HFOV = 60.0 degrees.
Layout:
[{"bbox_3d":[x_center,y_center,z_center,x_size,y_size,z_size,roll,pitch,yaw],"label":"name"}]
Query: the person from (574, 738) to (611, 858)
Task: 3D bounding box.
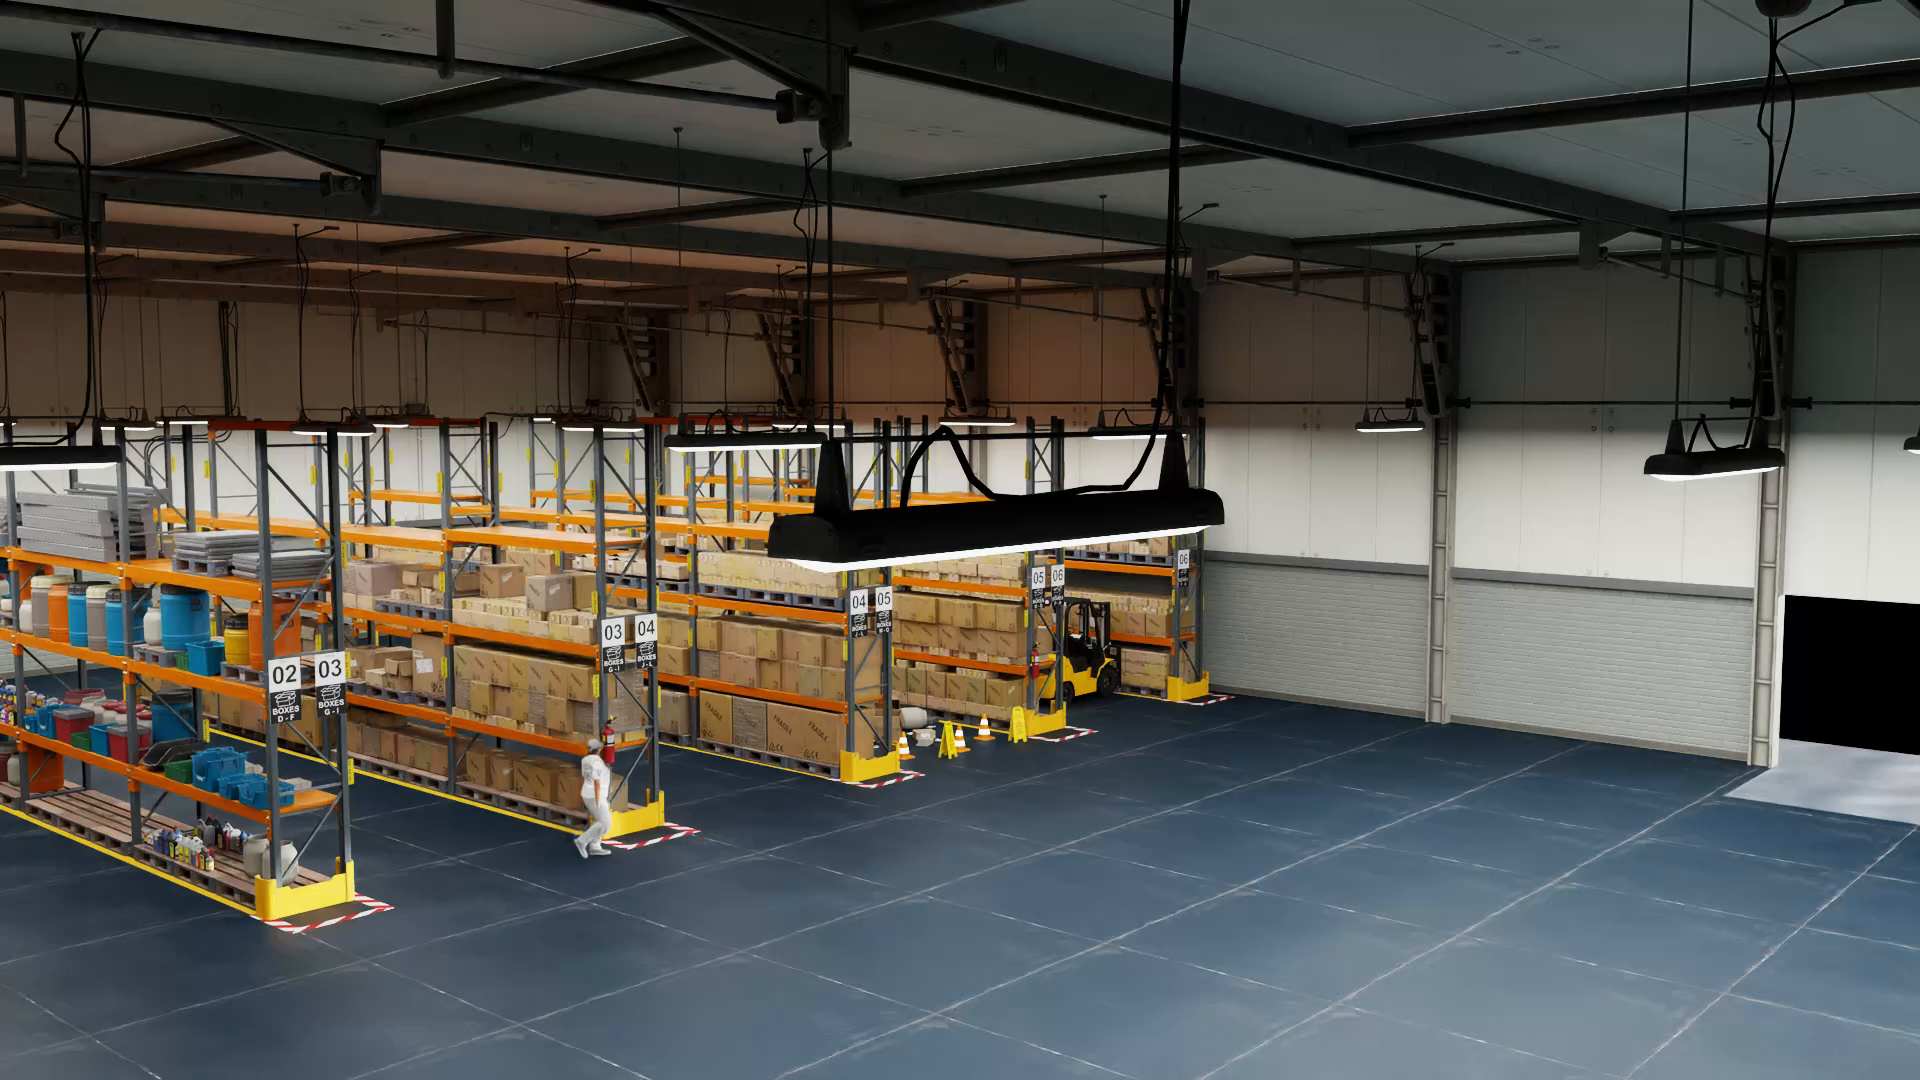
[{"bbox_3d":[-5.097,3.573,23.053,0.500,1.654,0.508,-1,5,-12],"label":"person"}]
